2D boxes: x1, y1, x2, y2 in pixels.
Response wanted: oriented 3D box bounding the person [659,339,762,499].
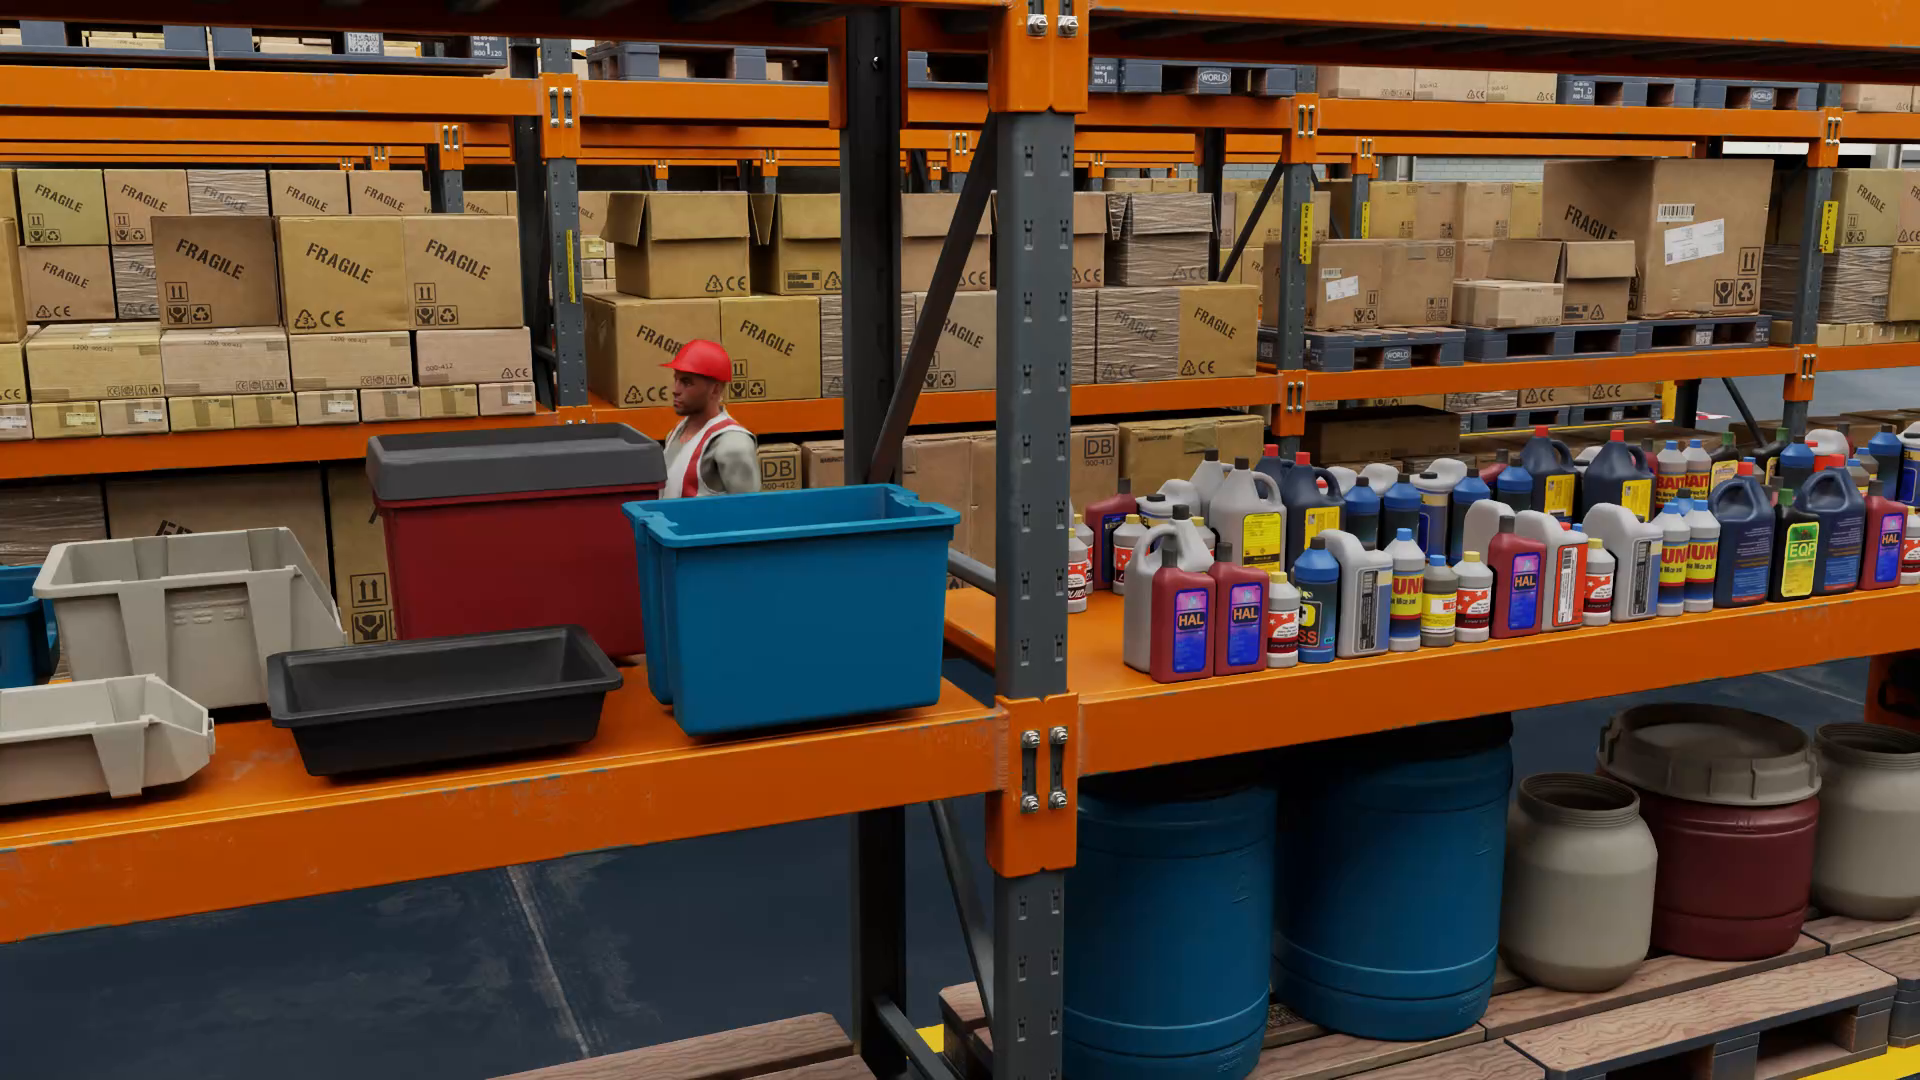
[{"bbox_3d":[-1.072,0.134,6.199,0.927,1.748,0.547,-6,13,-27],"label":"person"}]
